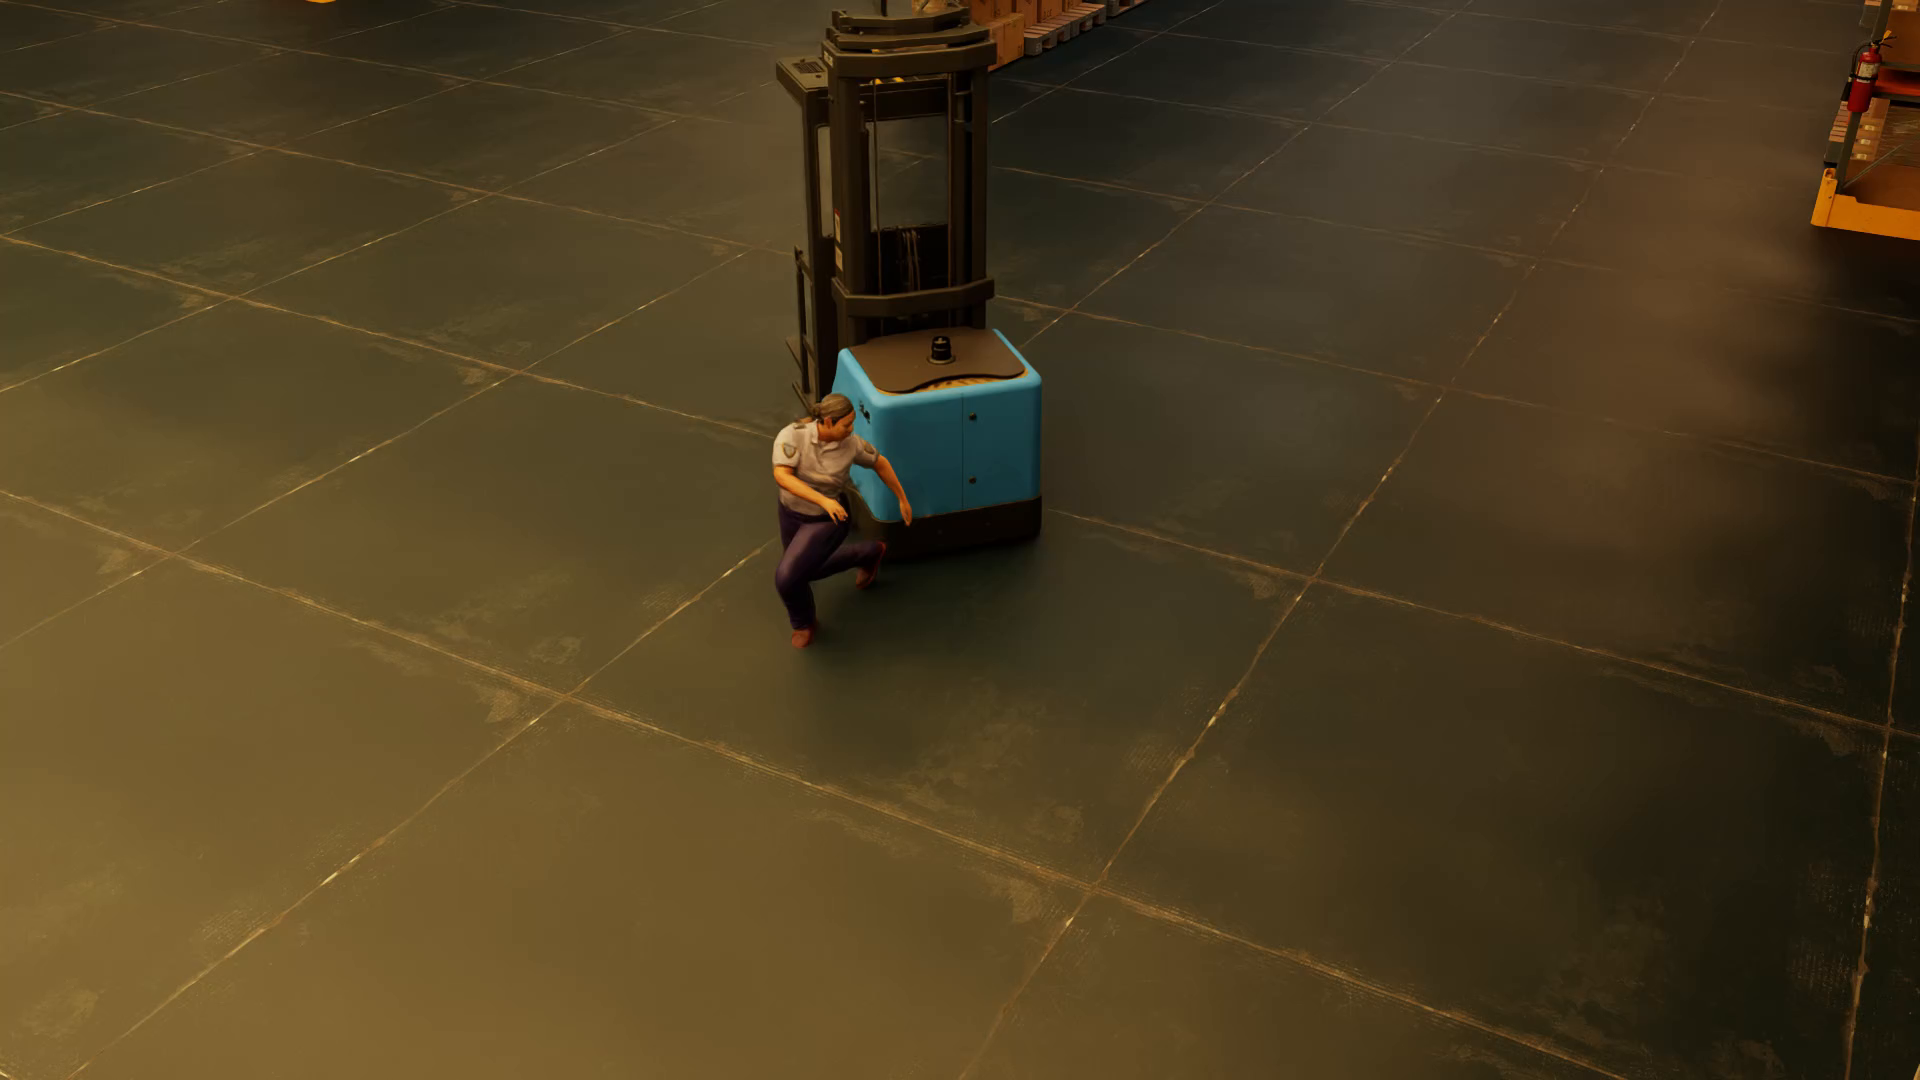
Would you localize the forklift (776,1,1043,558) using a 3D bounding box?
[{"bbox_3d":[-0.463,-1.887,10.340,1.130,2.935,3.031,-10,31,-16],"label":"forklift"}]

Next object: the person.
[{"bbox_3d":[-0.668,-0.153,8.935,0.631,1.426,0.906,14,33,23],"label":"person"}]
